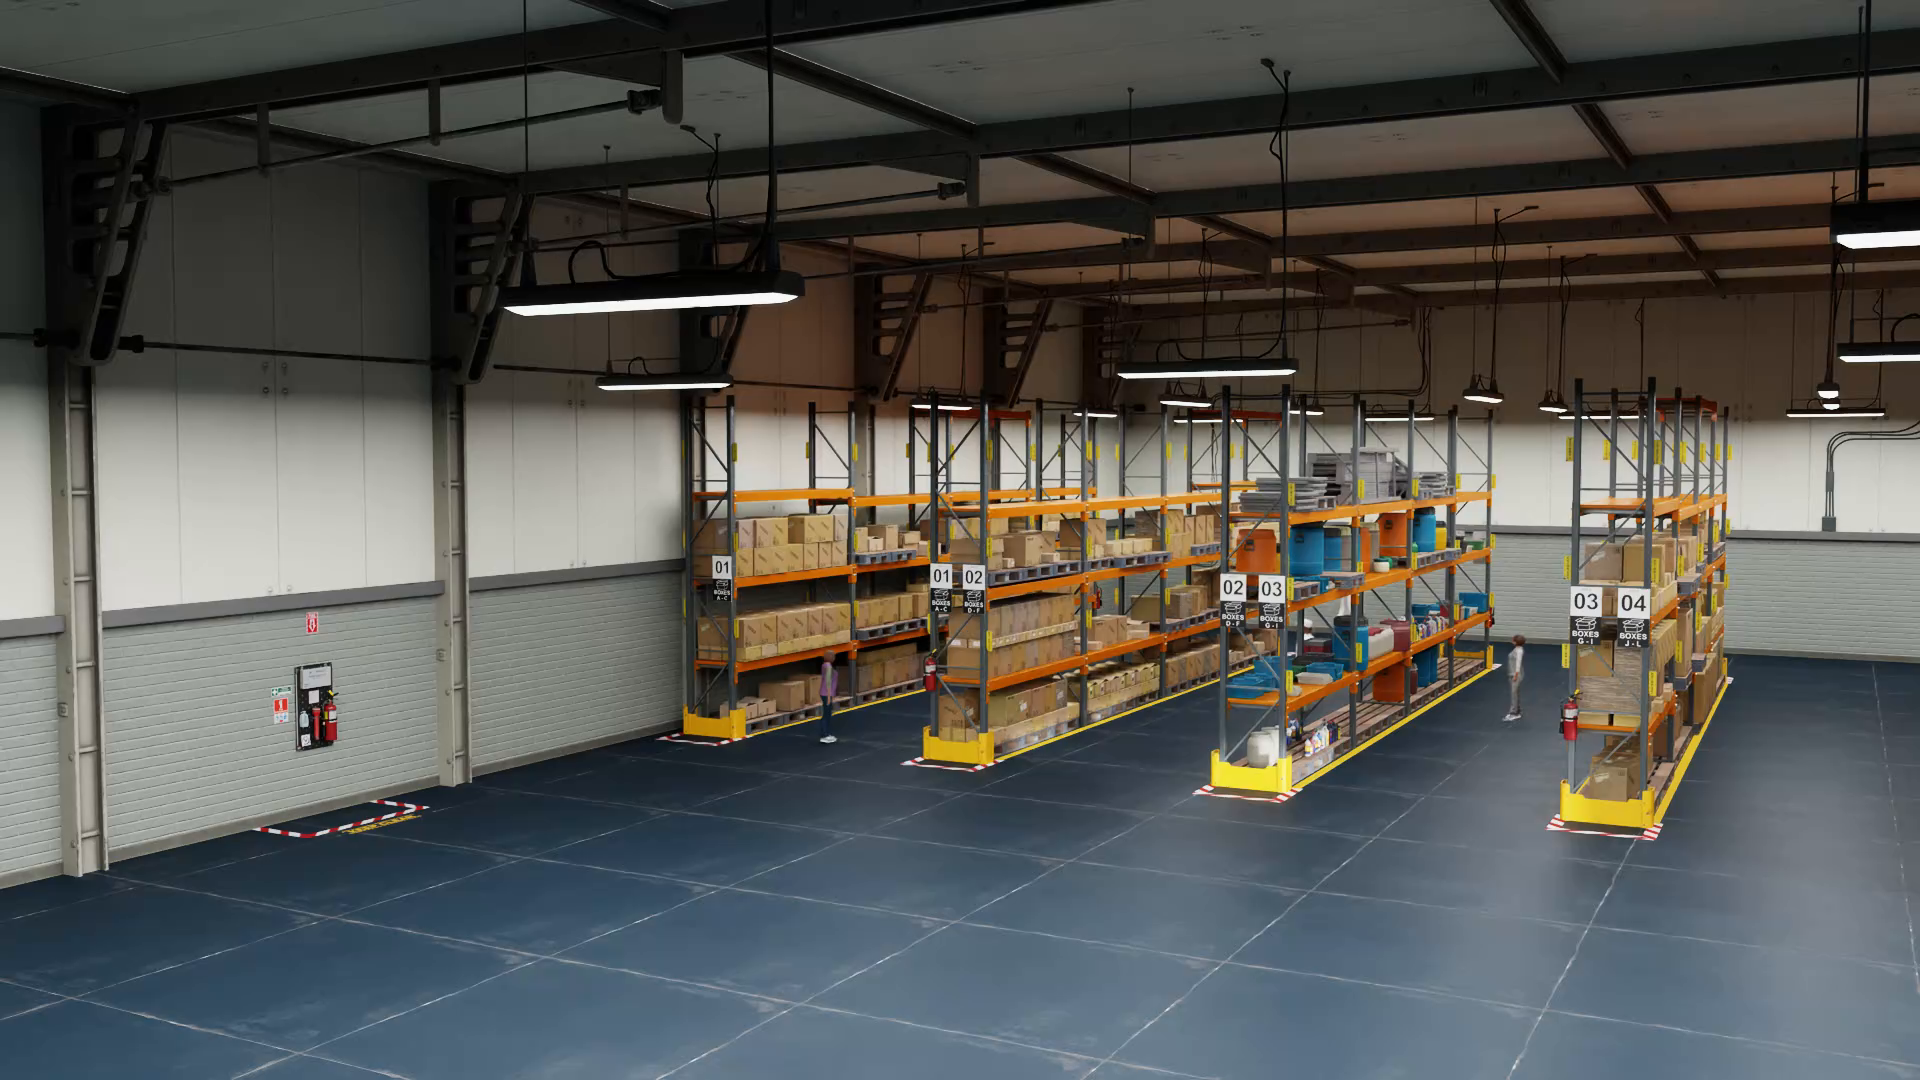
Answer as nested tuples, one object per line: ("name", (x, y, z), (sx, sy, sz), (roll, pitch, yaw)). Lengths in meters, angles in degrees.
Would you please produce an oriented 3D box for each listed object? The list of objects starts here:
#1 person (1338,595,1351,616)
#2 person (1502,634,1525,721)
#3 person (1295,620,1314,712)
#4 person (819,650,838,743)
("person", (9.887, 1.879, 42.373), (0.563, 1.729, 1.071), (1, 3, 22))
("person", (10.372, 2.569, 31.249), (0.483, 1.610, 0.423), (0, 3, -3))
("person", (6.663, 2.425, 32.317), (0.498, 1.763, 0.585), (0, 3, -5))
("person", (-2.273, 2.694, 28.675), (0.329, 1.608, 0.487), (-1, 3, -12))
